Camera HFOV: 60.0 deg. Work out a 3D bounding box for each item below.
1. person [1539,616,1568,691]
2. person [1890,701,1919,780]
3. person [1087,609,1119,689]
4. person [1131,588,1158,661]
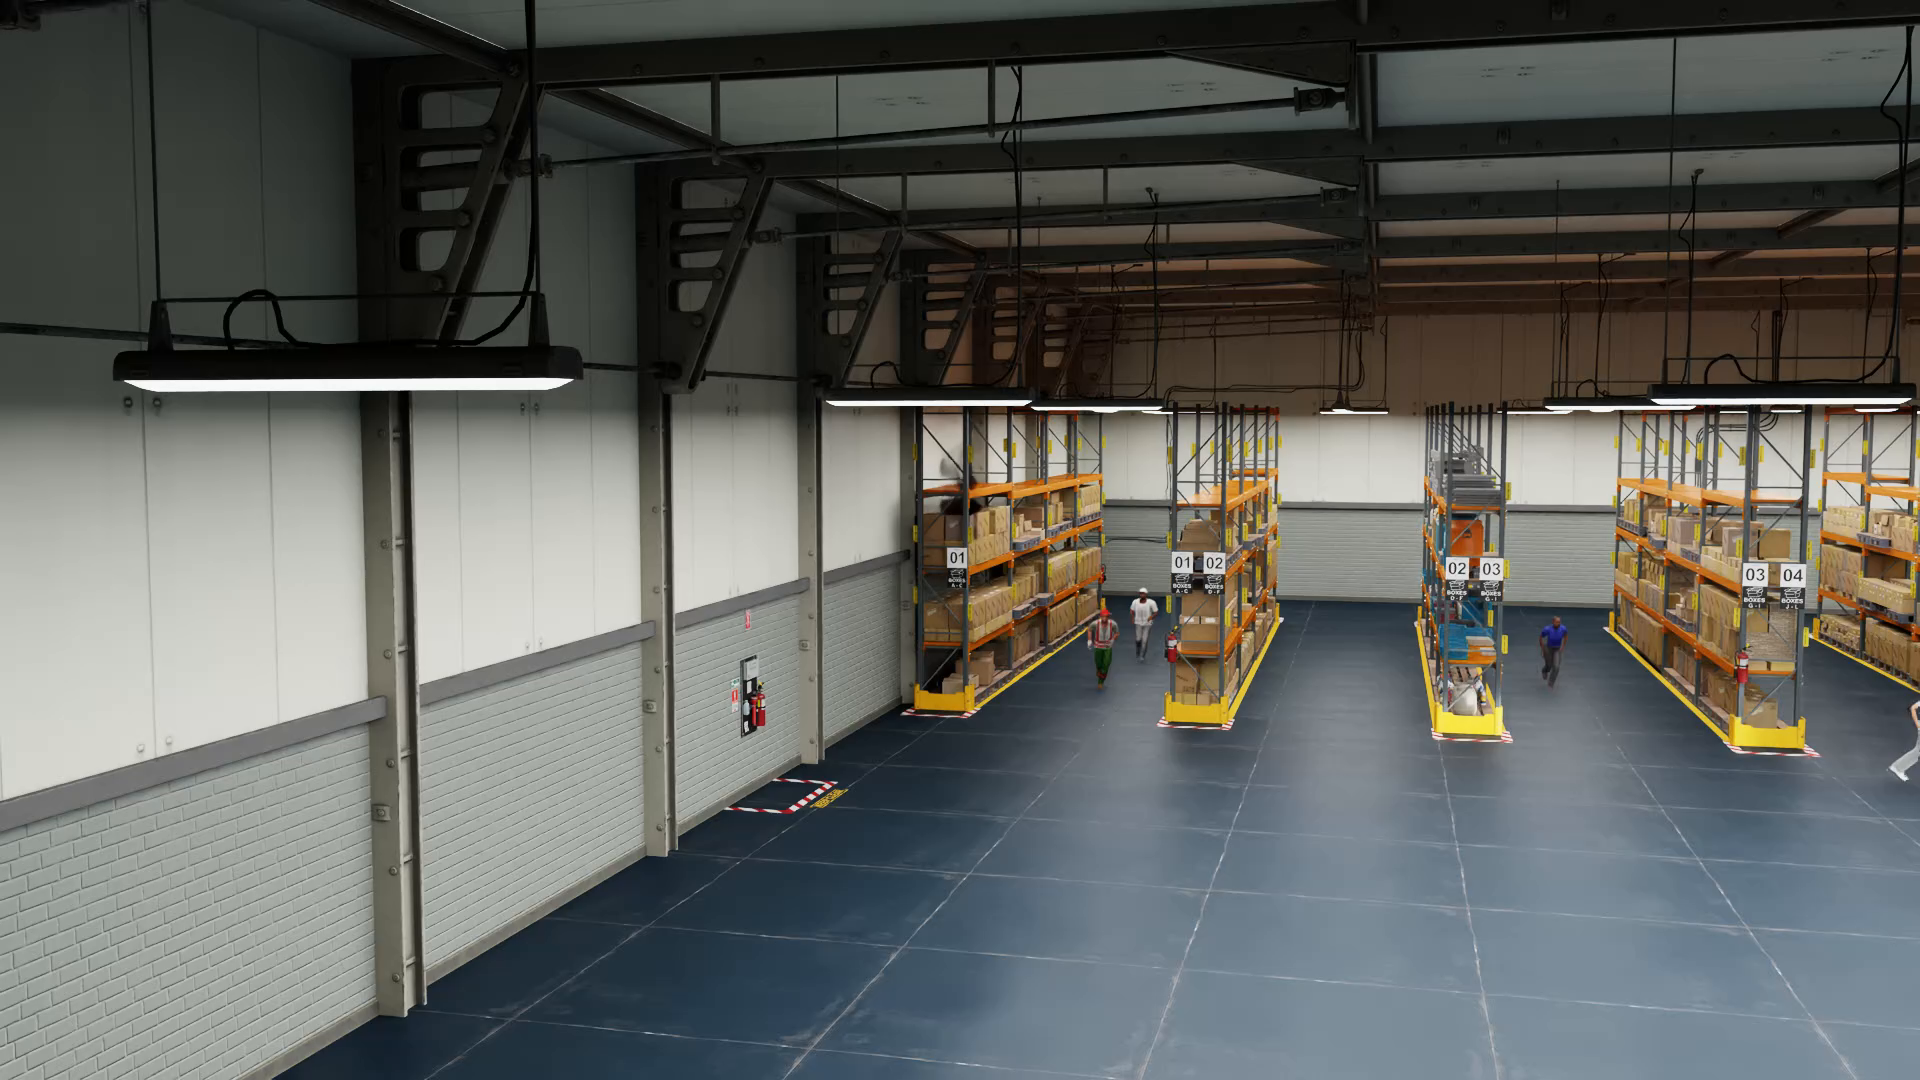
[{"bbox_3d":[12.484,2.377,35.064,0.574,1.594,0.839,0,4,0],"label":"person"},{"bbox_3d":[14.882,3.014,25.647,0.568,1.674,1.002,-3,5,-36],"label":"person"},{"bbox_3d":[3.024,2.291,35.143,0.654,1.711,0.769,0,4,-5],"label":"person"},{"bbox_3d":[4.296,1.982,38.959,0.681,1.729,0.597,1,4,16],"label":"person"}]
